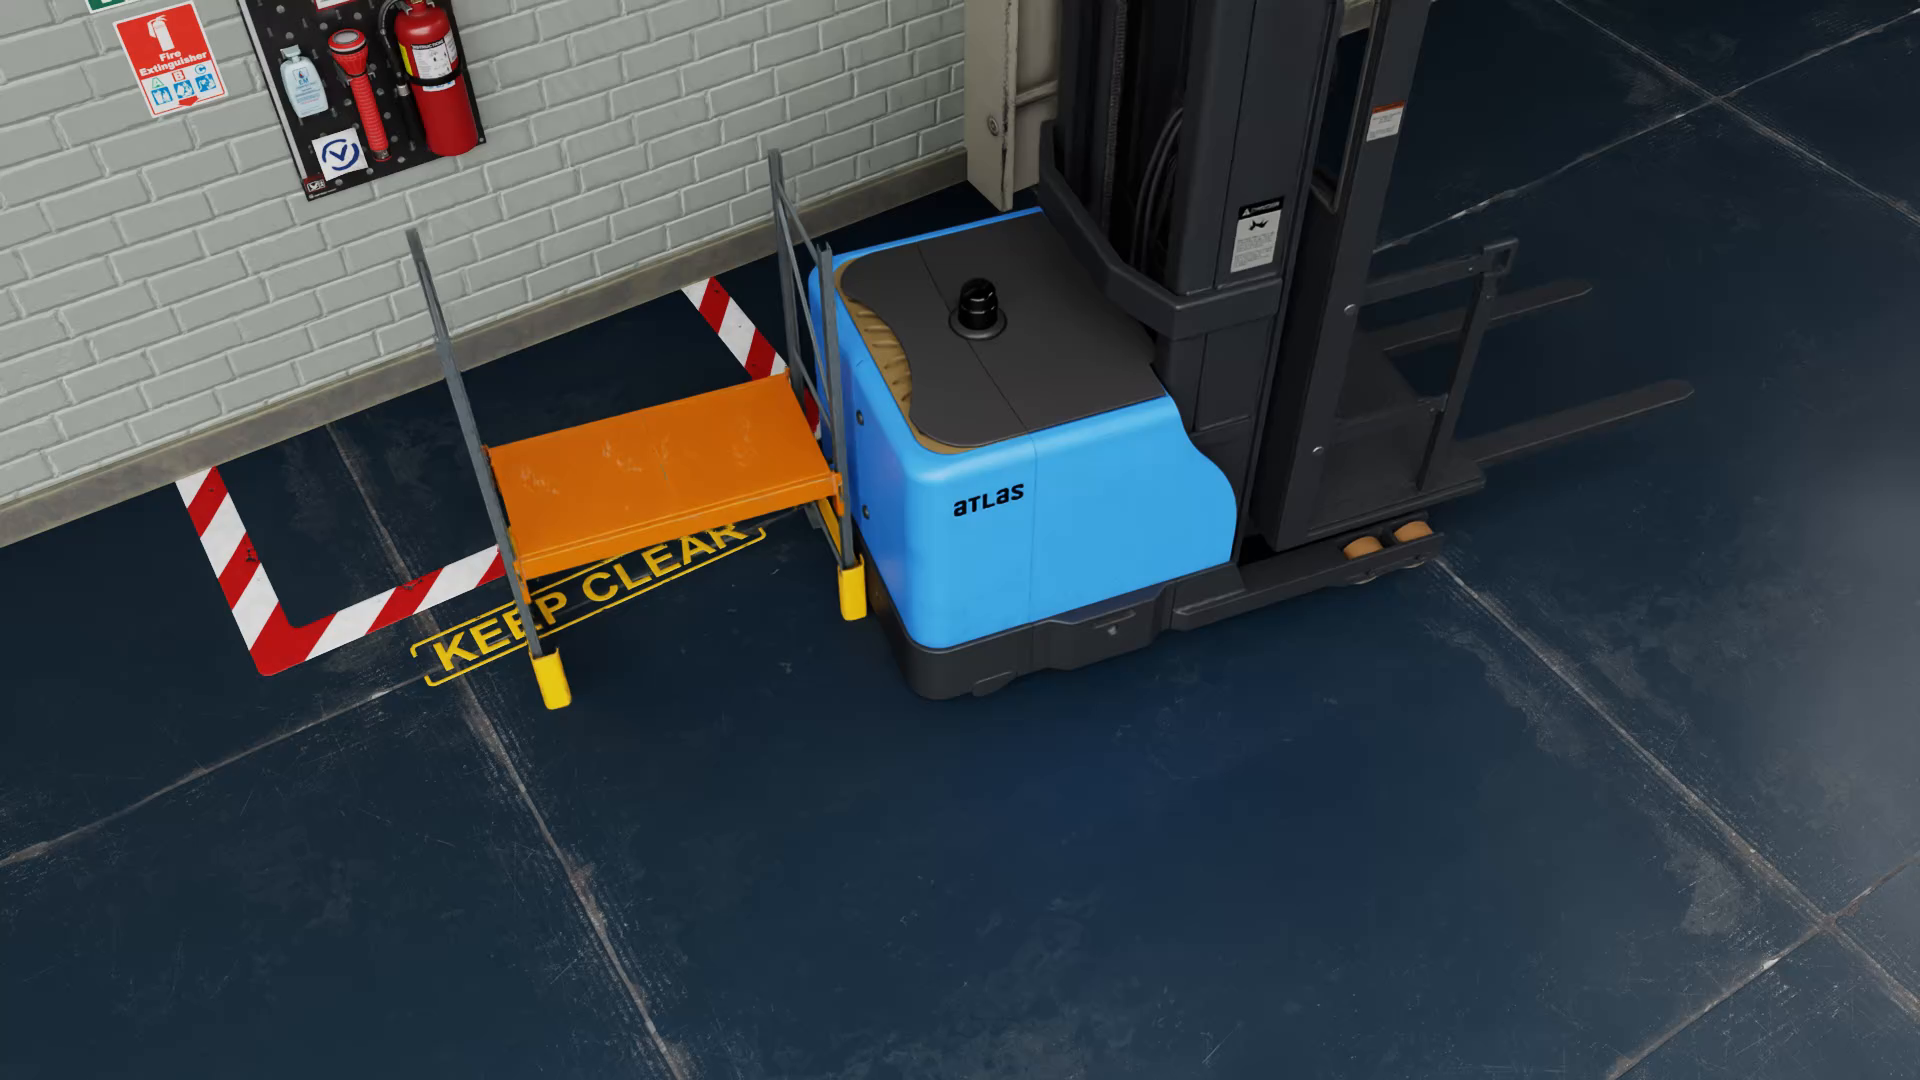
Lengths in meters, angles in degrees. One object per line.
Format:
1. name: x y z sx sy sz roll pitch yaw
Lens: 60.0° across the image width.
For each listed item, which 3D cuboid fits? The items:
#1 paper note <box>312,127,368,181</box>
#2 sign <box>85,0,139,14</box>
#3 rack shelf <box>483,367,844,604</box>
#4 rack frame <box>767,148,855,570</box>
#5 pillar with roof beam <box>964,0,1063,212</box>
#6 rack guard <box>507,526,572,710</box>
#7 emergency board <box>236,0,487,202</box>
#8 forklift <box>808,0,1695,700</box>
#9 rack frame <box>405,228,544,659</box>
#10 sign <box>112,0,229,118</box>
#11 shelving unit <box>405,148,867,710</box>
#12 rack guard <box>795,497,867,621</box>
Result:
1. paper note: -2.034 -1.267 5.459 0.142 0.148 0.016 -25 53 -21
2. sign: -2.362 -1.616 4.802 0.331 0.109 0.001 -25 53 -21
3. rack shelf: -0.919 -0.184 5.151 1.000 0.185 0.538 -16 50 -14
4. rack frame: -0.445 -0.441 5.139 0.032 1.500 0.500 -16 50 -14
5. pillar with roof beam: 2.560 -1.823 1.348 0.400 9.000 9.100 -25 53 -21
6. rack guard: -1.375 0.244 5.365 0.087 0.250 0.587 -16 50 -14
7. emergency board: -1.848 -1.587 5.154 0.643 1.169 0.194 -25 53 -21
8. forklift: 1.091 -1.179 4.838 3.031 2.935 1.130 -16 50 -14
9. rack frame: -1.393 -0.167 4.894 0.032 1.500 0.500 -16 50 -14
10. sign: -2.370 -1.443 5.003 0.234 0.329 0.001 -25 53 -21
11. shelving unit: -0.910 -0.306 5.019 1.083 1.500 0.587 -16 50 -14
12. rack guard: -0.446 -0.025 5.605 0.087 0.250 0.587 -16 50 -14
